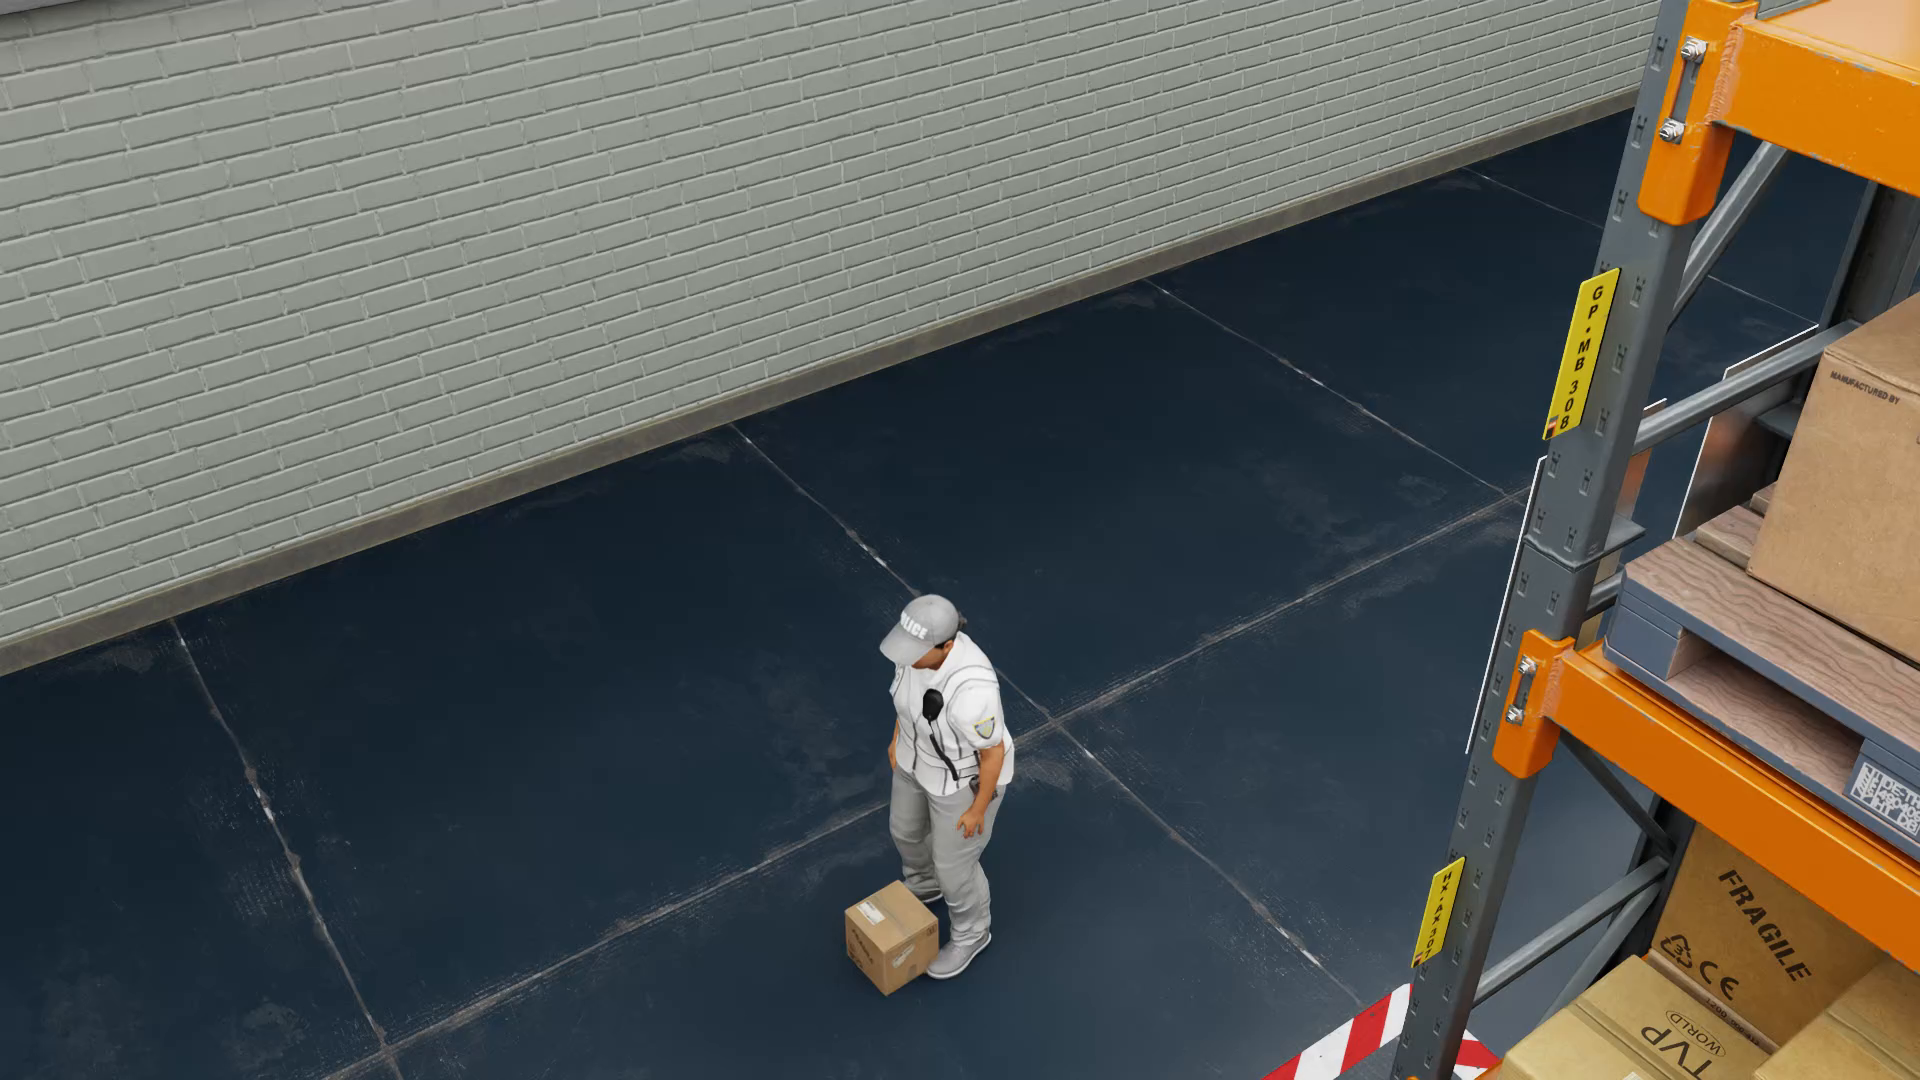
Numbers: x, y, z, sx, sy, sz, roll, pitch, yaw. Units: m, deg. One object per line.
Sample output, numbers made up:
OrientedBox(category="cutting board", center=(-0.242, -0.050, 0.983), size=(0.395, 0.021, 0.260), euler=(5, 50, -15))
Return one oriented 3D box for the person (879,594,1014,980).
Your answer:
OrientedBox(category="person", center=(-0.077, 0.829, 5.879), size=(0.465, 1.665, 0.541), euler=(-24, 43, -29))
